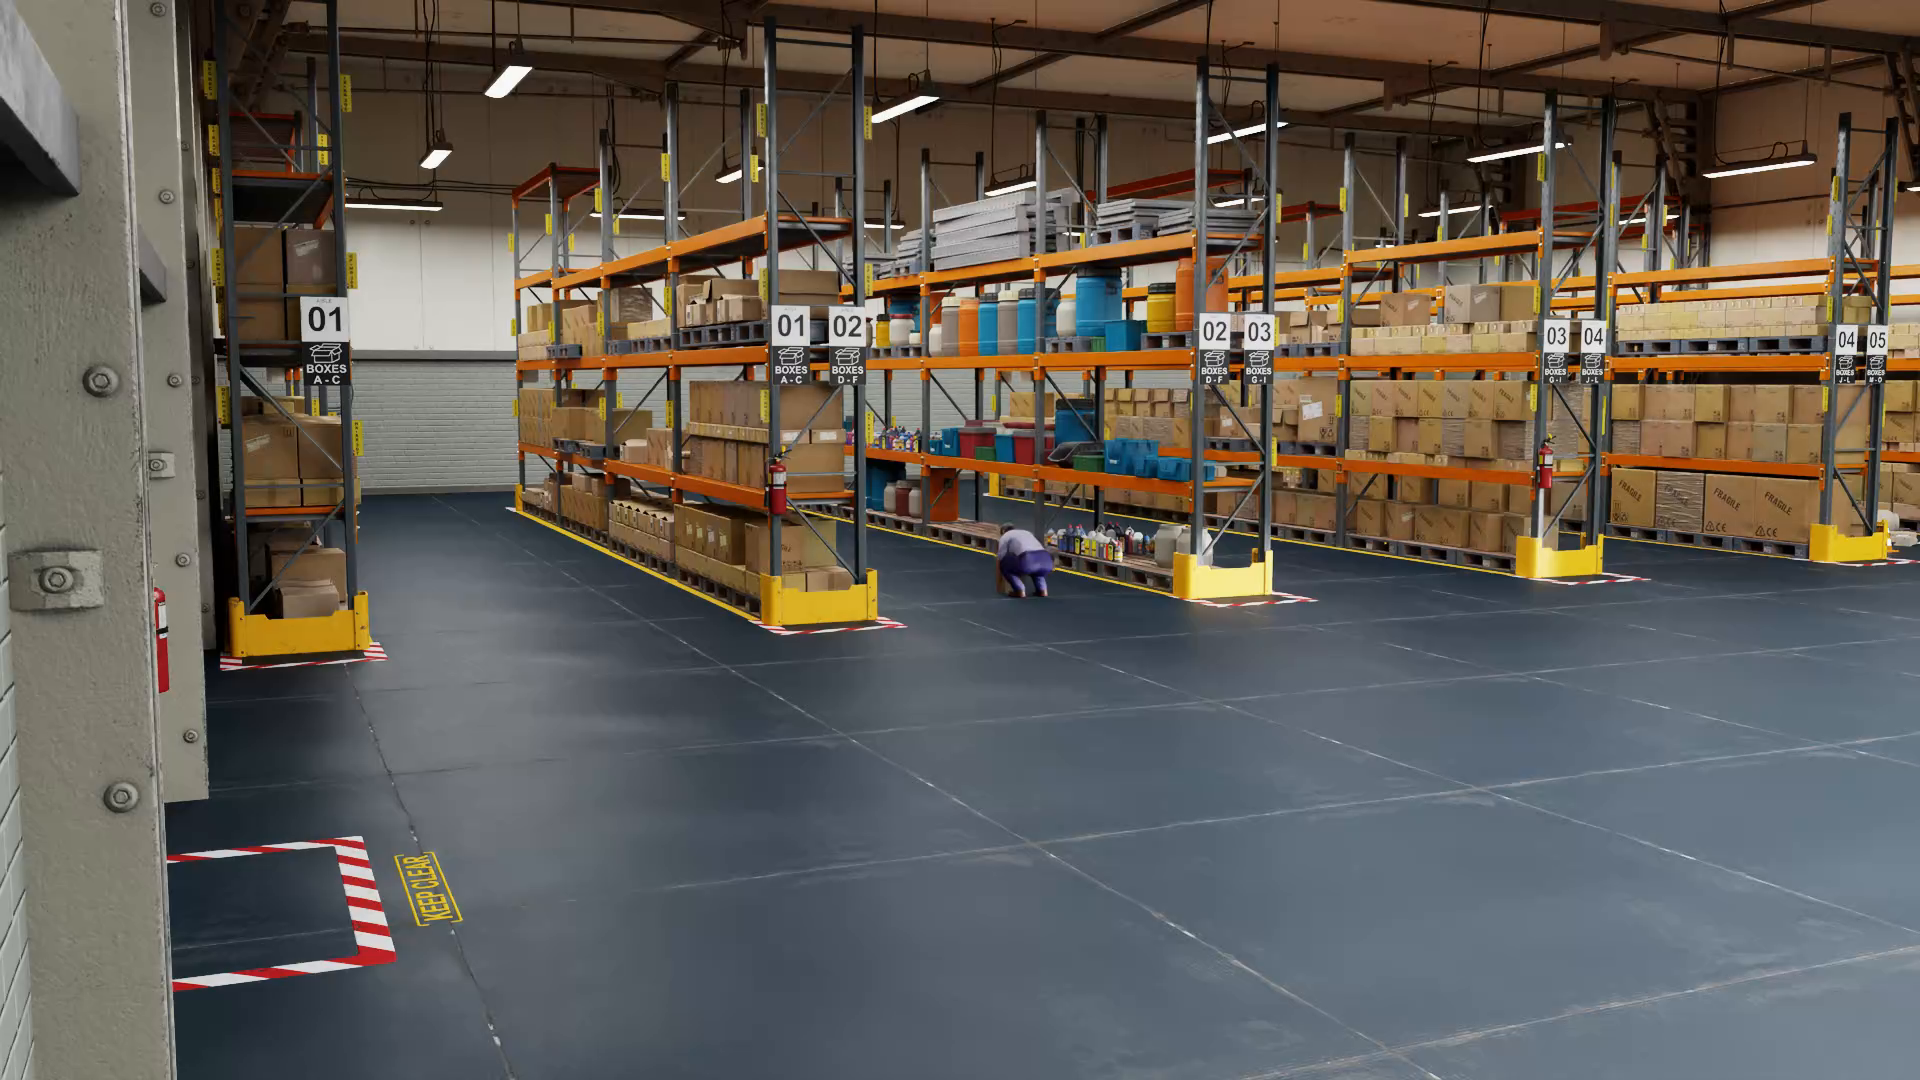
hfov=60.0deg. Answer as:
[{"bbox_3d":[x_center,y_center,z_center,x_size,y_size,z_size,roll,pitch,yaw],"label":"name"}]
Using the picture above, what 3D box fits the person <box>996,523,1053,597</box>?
[{"bbox_3d":[0.728,0.234,19.026,0.520,0.822,0.822,-2,6,-24],"label":"person"}]
